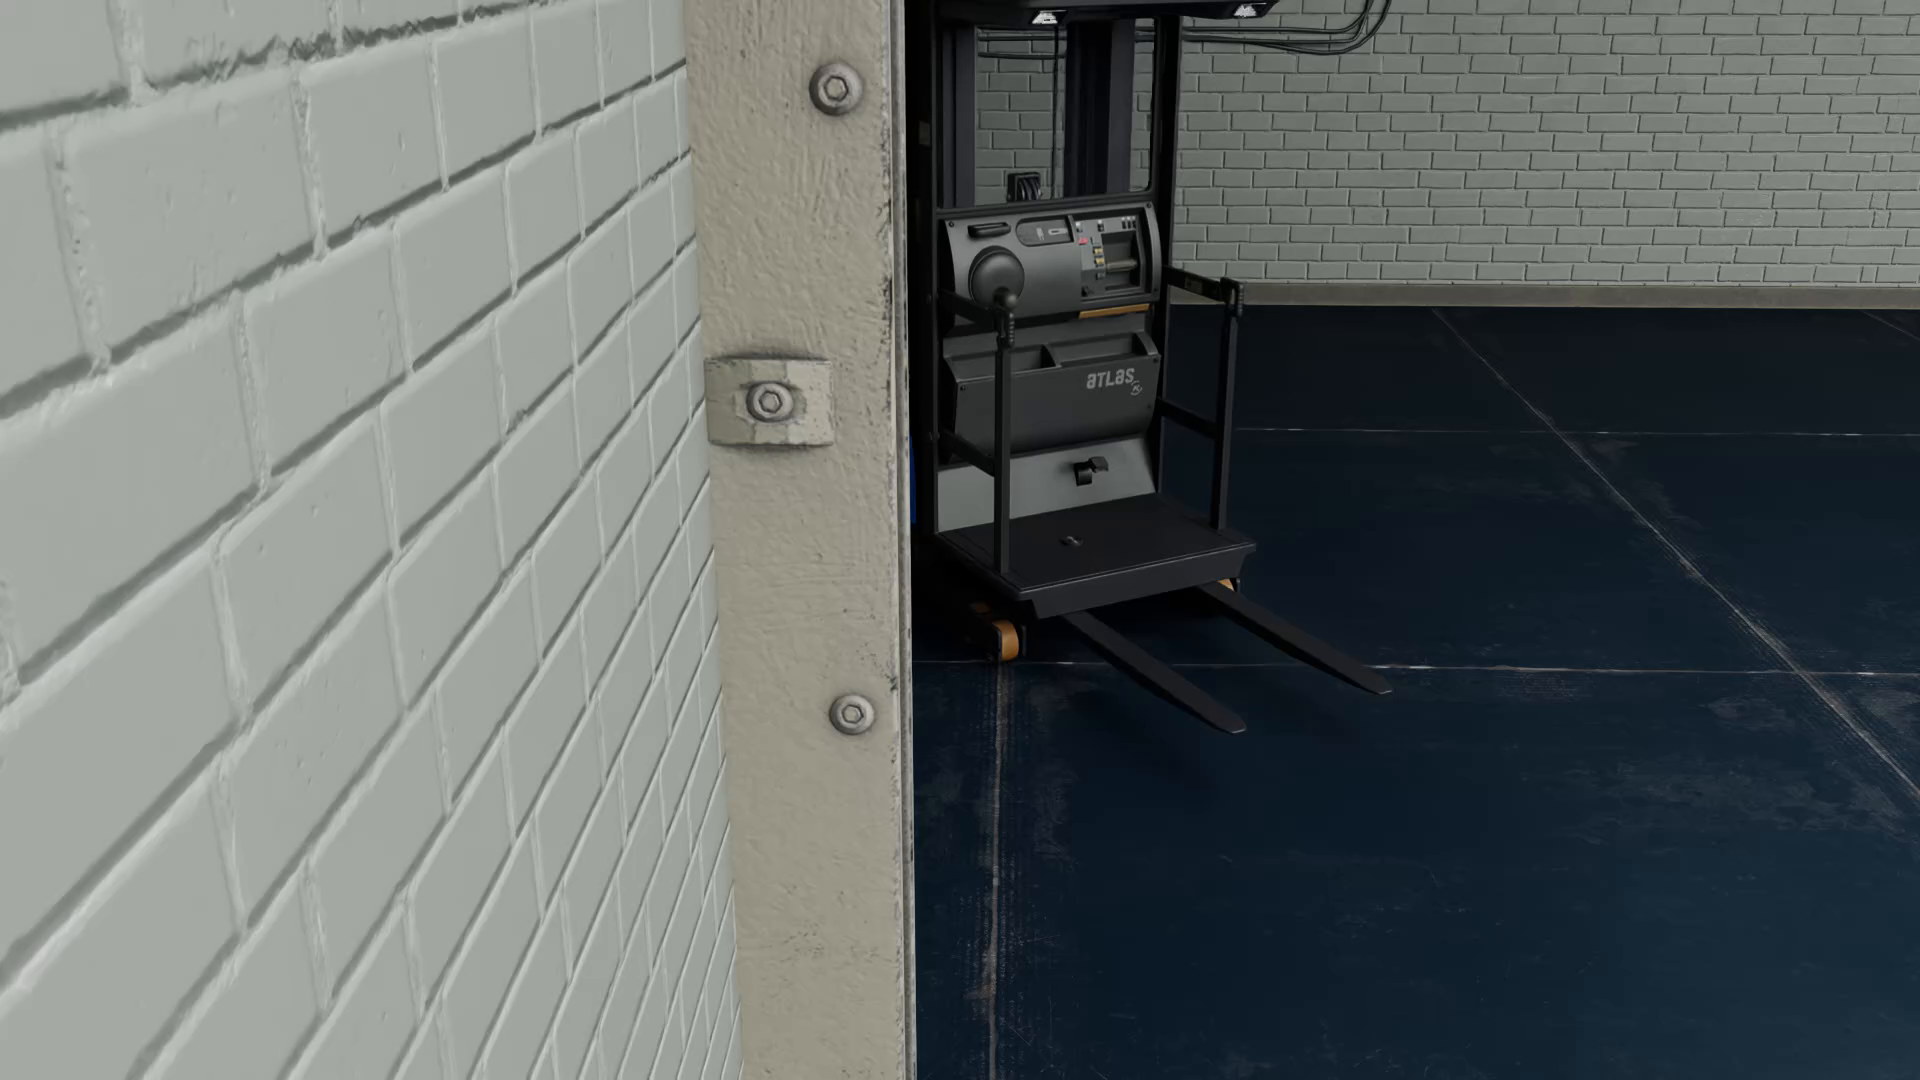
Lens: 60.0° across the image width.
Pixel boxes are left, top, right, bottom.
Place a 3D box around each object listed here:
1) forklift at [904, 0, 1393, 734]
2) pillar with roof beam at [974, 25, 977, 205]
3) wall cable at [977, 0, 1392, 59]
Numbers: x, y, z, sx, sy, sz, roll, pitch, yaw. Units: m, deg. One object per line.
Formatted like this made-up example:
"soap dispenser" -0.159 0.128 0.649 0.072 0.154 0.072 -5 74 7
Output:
"forklift" 0.469 -1.082 6.267 1.130 2.935 3.031 -11 24 -25
"pillar with roof beam" 4.231 -4.771 7.384 9.100 9.000 0.400 1 21 2
"wall cable" 1.339 -4.421 10.776 3.097 2.526 0.112 1 21 2
